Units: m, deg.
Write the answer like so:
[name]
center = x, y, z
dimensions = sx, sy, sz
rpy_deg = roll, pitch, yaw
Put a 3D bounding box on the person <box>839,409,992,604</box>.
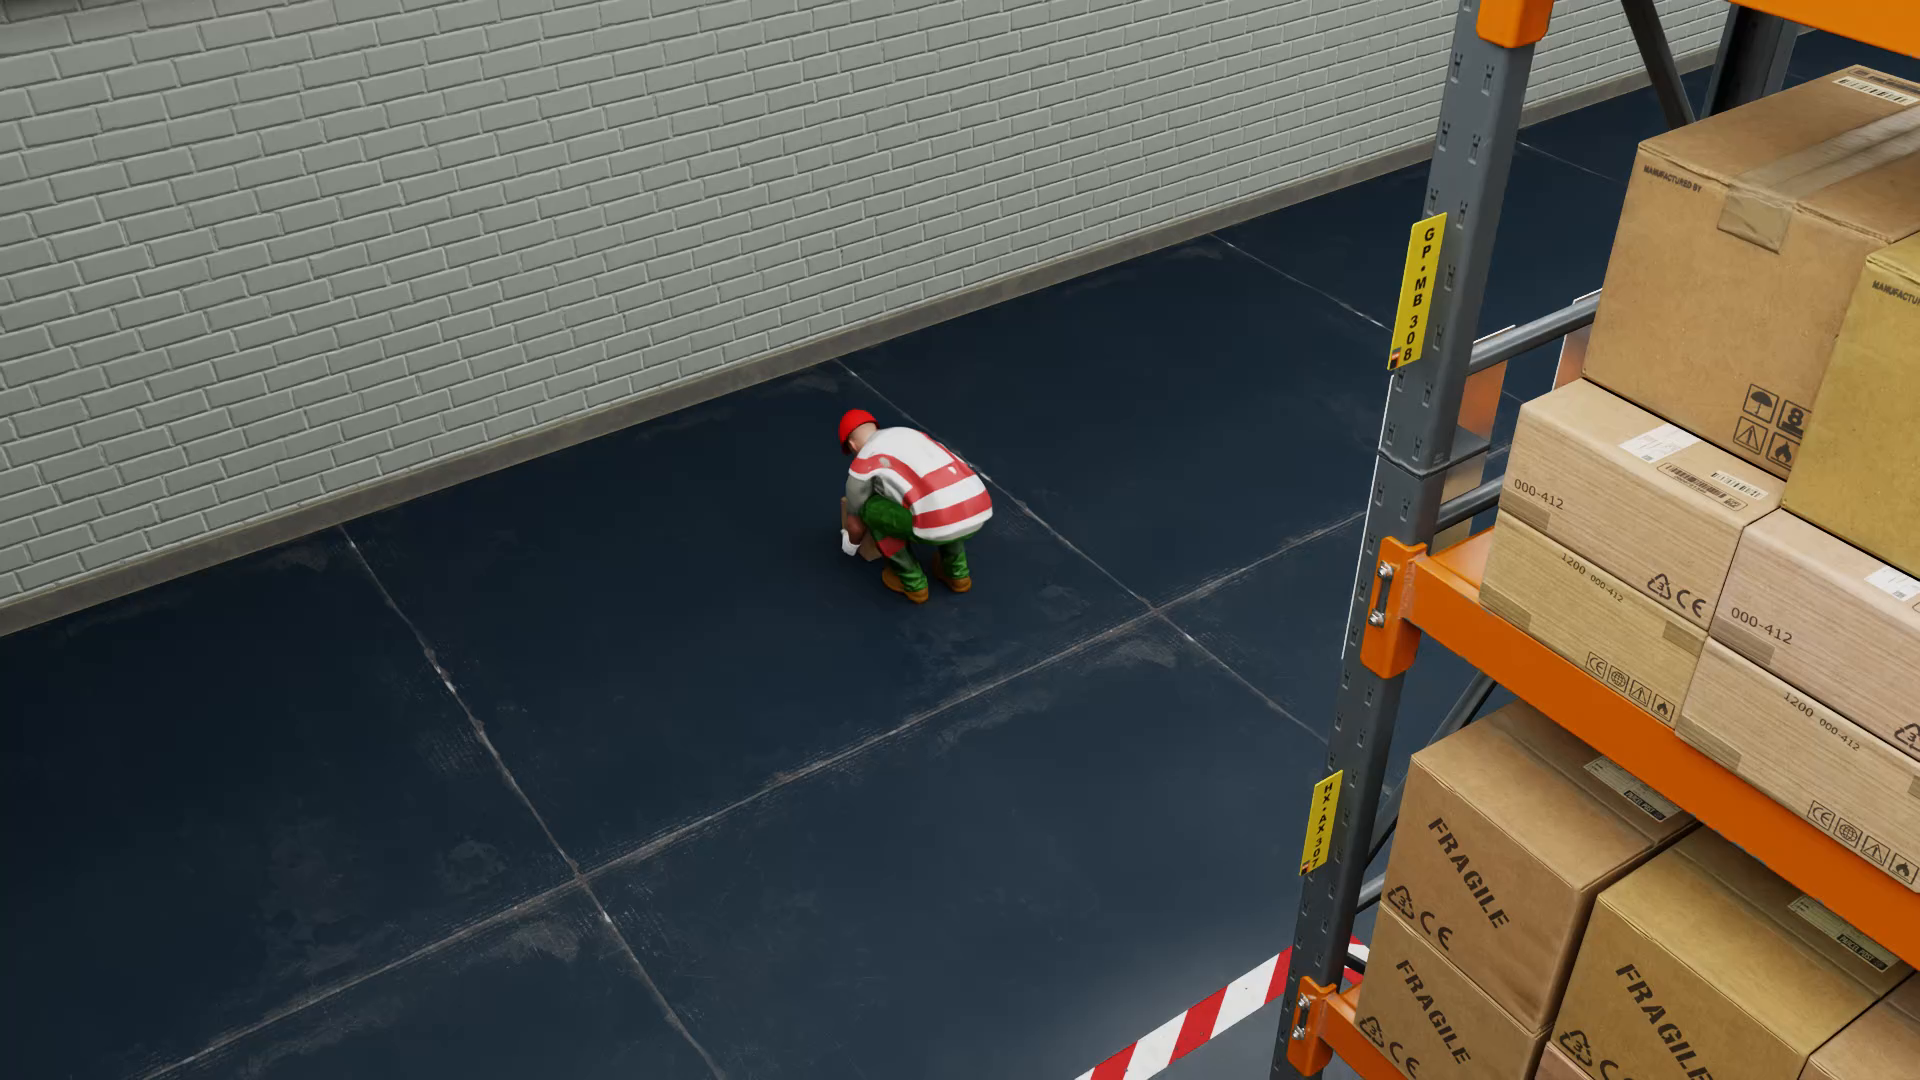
[person]
center = -0.250, -0.148, 8.071
dimensions = 0.525, 0.799, 0.958
rpy_deg = -24, 42, -29
